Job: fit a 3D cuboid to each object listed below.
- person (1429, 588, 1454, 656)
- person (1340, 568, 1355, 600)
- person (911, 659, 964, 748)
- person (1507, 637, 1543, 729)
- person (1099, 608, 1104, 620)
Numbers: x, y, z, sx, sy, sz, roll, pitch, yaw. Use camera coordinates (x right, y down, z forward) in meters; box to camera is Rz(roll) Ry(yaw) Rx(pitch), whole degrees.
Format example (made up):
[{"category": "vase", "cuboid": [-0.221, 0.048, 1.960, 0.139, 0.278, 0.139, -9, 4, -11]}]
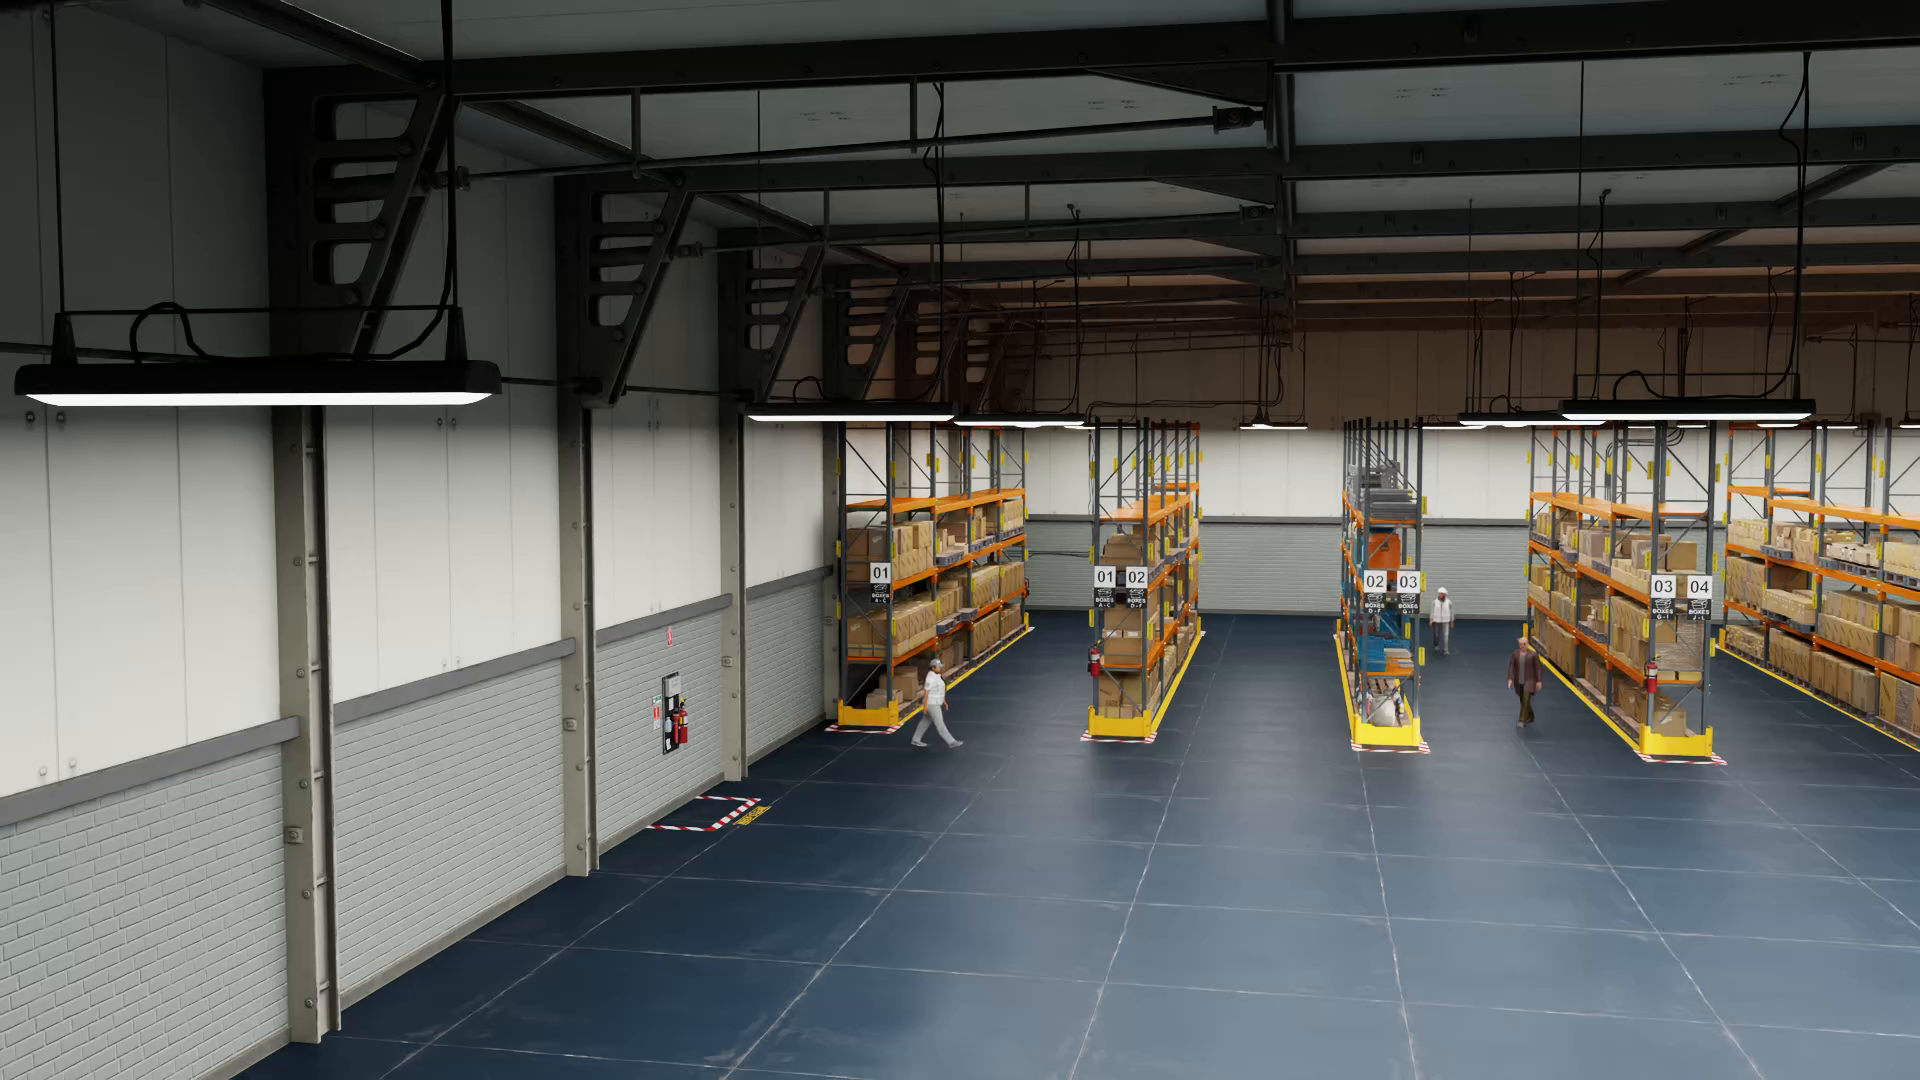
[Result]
[{"category": "person", "cuboid": [12.389, 2.083, 42.762, 0.637, 1.721, 1.084, 1, 4, 8]}, {"category": "person", "cuboid": [11.686, 1.633, 49.546, 0.594, 1.732, 1.121, 3, 5, 40]}, {"category": "person", "cuboid": [-0.405, 2.949, 29.984, 1.019, 1.601, 0.535, 1, 4, 9]}, {"category": "person", "cuboid": [10.878, 2.744, 32.119, 1.066, 1.734, 0.607, -3, 5, -43]}, {"category": "person", "cuboid": [4.042, 2.055, 44.503, 0.620, 1.571, 0.738, 1, 4, 22]}]
